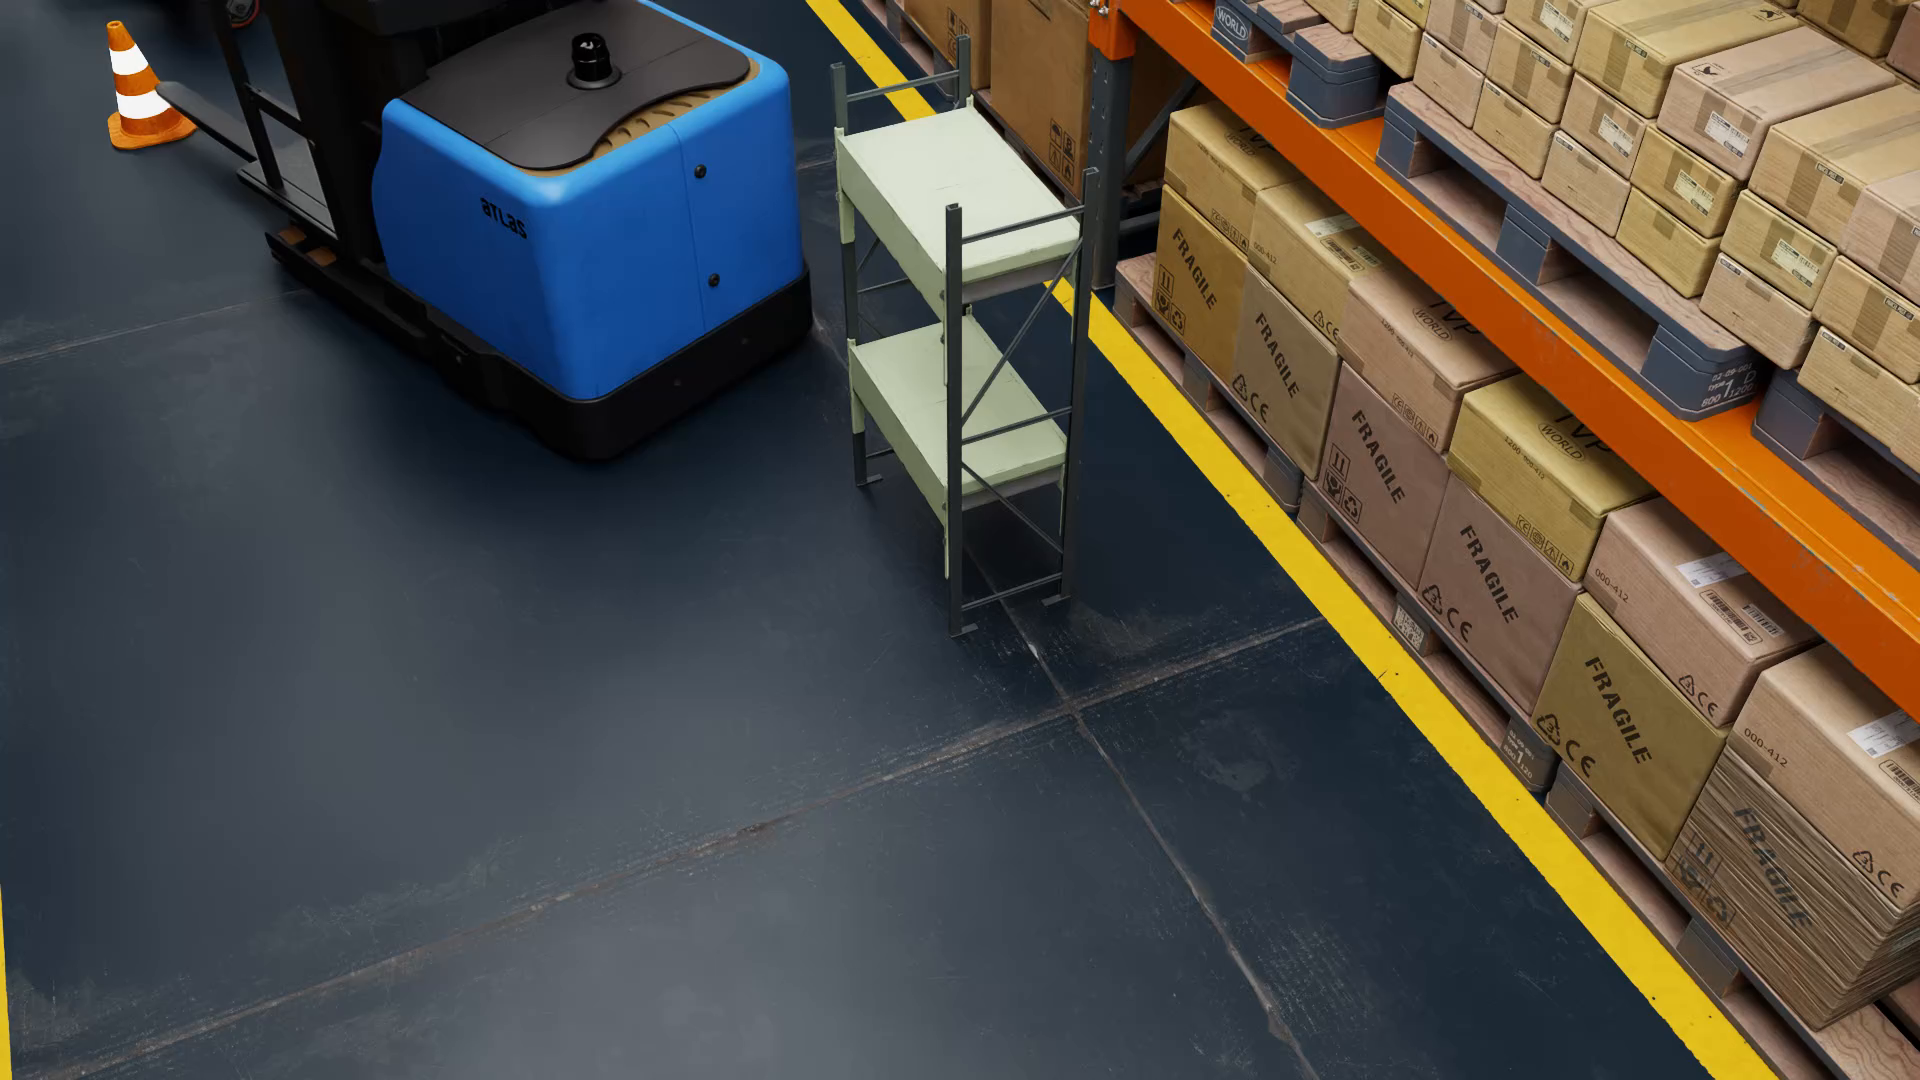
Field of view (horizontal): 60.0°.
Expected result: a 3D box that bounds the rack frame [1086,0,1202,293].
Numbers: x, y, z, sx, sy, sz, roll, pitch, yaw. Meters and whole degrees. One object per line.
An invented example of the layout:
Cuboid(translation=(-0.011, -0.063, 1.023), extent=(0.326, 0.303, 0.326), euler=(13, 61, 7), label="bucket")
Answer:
Cuboid(translation=(0.928, -2.172, 5.316), extent=(1.000, 3.000, 0.127), euler=(-18, 47, -17), label="rack frame")

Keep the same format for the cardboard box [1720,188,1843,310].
Cuboid(translation=(1.822, -0.650, 3.441), extent=(0.380, 0.149, 0.250), euler=(-20, 48, -19), label="cardboard box")

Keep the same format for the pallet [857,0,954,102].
Cuboid(translation=(0.155, -2.481, 7.614), extent=(1.003, 0.211, 1.213), euler=(-18, 47, -17), label="pallet")

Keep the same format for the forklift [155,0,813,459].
Cuboid(translation=(-1.957, -2.208, 5.401), extent=(3.031, 2.935, 1.130), euler=(32, 53, 28), label="forklift")

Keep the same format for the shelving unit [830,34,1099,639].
Cuboid(translation=(-0.003, -0.538, 4.728), extent=(0.431, 1.500, 0.755), euler=(-18, 47, -17), label="shelving unit")

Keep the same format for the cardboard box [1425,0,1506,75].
Cuboid(translation=(1.390, -1.310, 4.110), extent=(0.380, 0.149, 0.250), euler=(-18, 47, -17), label="cardboard box")

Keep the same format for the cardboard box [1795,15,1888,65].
Cuboid(translation=(2.202, -1.172, 3.970), extent=(0.380, 0.149, 0.250), euler=(-19, 48, -18), label="cardboard box")

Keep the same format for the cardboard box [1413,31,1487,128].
Cuboid(translation=(1.388, -1.204, 4.215), extent=(0.380, 0.149, 0.250), euler=(-17, 47, -16), label="cardboard box")

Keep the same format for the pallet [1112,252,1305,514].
Cuboid(translation=(1.255, -0.681, 5.790), extent=(1.003, 0.211, 1.213), euler=(-18, 47, -17), label="pallet")

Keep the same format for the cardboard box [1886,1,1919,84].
Cuboid(translation=(2.317, -1.106, 3.691), extent=(0.380, 0.149, 0.250), euler=(-16, 47, -16), label="cardboard box")

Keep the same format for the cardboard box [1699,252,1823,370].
Cuboid(translation=(1.823, -0.538, 3.540), extent=(0.380, 0.149, 0.250), euler=(-20, 48, -19), label="cardboard box")

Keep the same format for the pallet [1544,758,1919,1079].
Cuboid(translation=(2.281, 0.874, 4.214), extent=(1.003, 0.211, 1.213), euler=(-18, 47, -17), label="pallet")

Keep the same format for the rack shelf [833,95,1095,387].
Cuboid(translation=(-0.003, -0.816, 4.453), extent=(0.431, 0.370, 0.720), euler=(-18, 47, -17), label="rack shelf")

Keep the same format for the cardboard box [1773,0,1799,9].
Cuboid(translation=(2.091, -1.443, 4.033), extent=(0.380, 0.149, 0.250), euler=(-16, 47, -15), label="cardboard box")

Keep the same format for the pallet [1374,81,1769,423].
Cuboid(translation=(1.797, -0.855, 4.117), extent=(1.003, 0.211, 1.213), euler=(-18, 47, -17), label="pallet")

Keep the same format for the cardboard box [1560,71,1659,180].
Cuboid(translation=(1.609, -0.980, 3.775), extent=(0.380, 0.149, 0.250), euler=(-16, 47, -16), label="cardboard box")

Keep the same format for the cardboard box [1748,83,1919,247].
Cuboid(translation=(1.832, -0.754, 3.335), extent=(0.380, 0.149, 0.250), euler=(-19, 48, -19), label="cardboard box")

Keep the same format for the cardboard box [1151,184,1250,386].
Cuboid(translation=(0.994, -0.906, 5.513), extent=(0.500, 0.500, 0.500), euler=(-20, 48, -19), label="cardboard box")

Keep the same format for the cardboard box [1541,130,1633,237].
Cuboid(translation=(1.600, -0.877, 3.883), extent=(0.380, 0.149, 0.250), euler=(-19, 48, -19), label="cardboard box")

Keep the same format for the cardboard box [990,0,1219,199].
Cuboid(translation=(0.753, -1.936, 6.379), extent=(1.050, 0.750, 0.750), euler=(-19, 48, -18), label="cardboard box")

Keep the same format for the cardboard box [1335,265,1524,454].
Cuboid(translation=(1.408, -0.546, 4.614), extent=(0.500, 0.250, 0.500), euler=(-18, 47, -17), label="cardboard box")

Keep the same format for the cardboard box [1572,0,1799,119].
Cuboid(translation=(1.602, -1.095, 3.681), extent=(0.380, 0.149, 0.250), euler=(-19, 48, -18), label="cardboard box")

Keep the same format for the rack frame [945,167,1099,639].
Cuboid(translation=(0.151, -0.305, 4.491), extent=(0.400, 1.500, 0.023), euler=(-18, 47, -17), label="rack frame")

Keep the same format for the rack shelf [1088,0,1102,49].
Cuboid(translation=(0.087, -3.191, 6.860), extent=(1.077, 0.370, 4.000), euler=(-18, 47, -17), label="rack shelf")

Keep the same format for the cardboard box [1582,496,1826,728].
Cuboid(translation=(1.863, 0.119, 3.941), extent=(0.500, 0.250, 0.500), euler=(-16, 47, -16), label="cardboard box")

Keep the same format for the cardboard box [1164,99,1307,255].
Cuboid(translation=(0.998, -1.188, 5.265), extent=(0.500, 0.250, 0.500), euler=(-20, 48, -19), label="cardboard box")

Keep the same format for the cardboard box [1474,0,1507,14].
Cuboid(translation=(1.387, -1.424, 4.013), extent=(0.380, 0.149, 0.250), euler=(-16, 47, -16), label="cardboard box")

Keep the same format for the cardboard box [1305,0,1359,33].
Cuboid(translation=(1.159, -1.545, 4.560), extent=(0.380, 0.149, 0.250), euler=(-16, 47, -15), label="cardboard box")

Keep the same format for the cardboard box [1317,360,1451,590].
Cuboid(translation=(1.428, -0.261, 4.859), extent=(0.500, 0.500, 0.500), euler=(-19, 48, -18), label="cardboard box")

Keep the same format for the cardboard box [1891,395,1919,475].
Cuboid(translation=(2.050, -0.203, 3.200), extent=(0.380, 0.149, 0.250), euler=(-18, 47, -18), label="cardboard box")

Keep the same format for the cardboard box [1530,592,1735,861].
Cuboid(translation=(1.854, 0.393, 4.197), extent=(0.500, 0.500, 0.500), euler=(-19, 48, -18), label="cardboard box")
